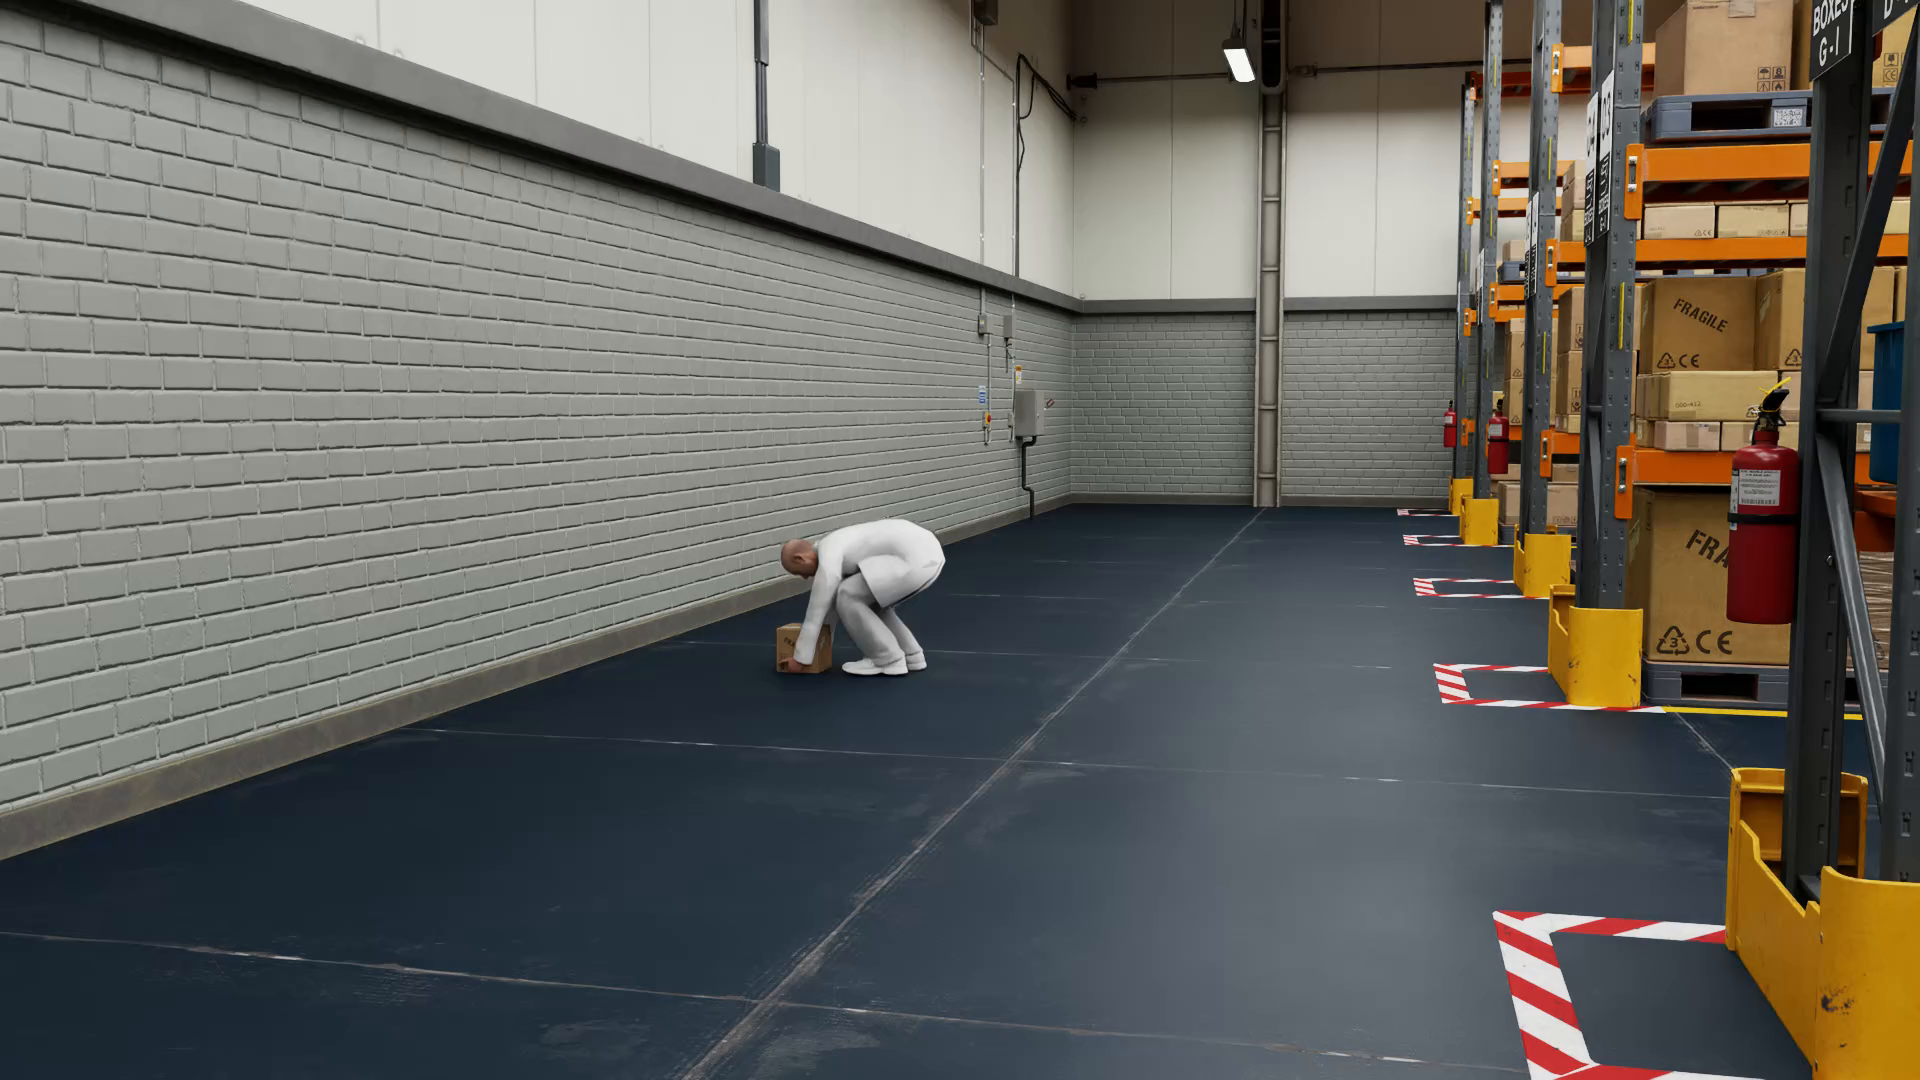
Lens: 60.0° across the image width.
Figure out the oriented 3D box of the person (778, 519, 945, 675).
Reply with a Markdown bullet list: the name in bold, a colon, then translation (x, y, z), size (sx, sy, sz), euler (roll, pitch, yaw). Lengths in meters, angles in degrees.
- **person**: translation (-0.560, 0.329, 9.540), size (0.952, 0.898, 0.585), euler (1, 5, 12)
